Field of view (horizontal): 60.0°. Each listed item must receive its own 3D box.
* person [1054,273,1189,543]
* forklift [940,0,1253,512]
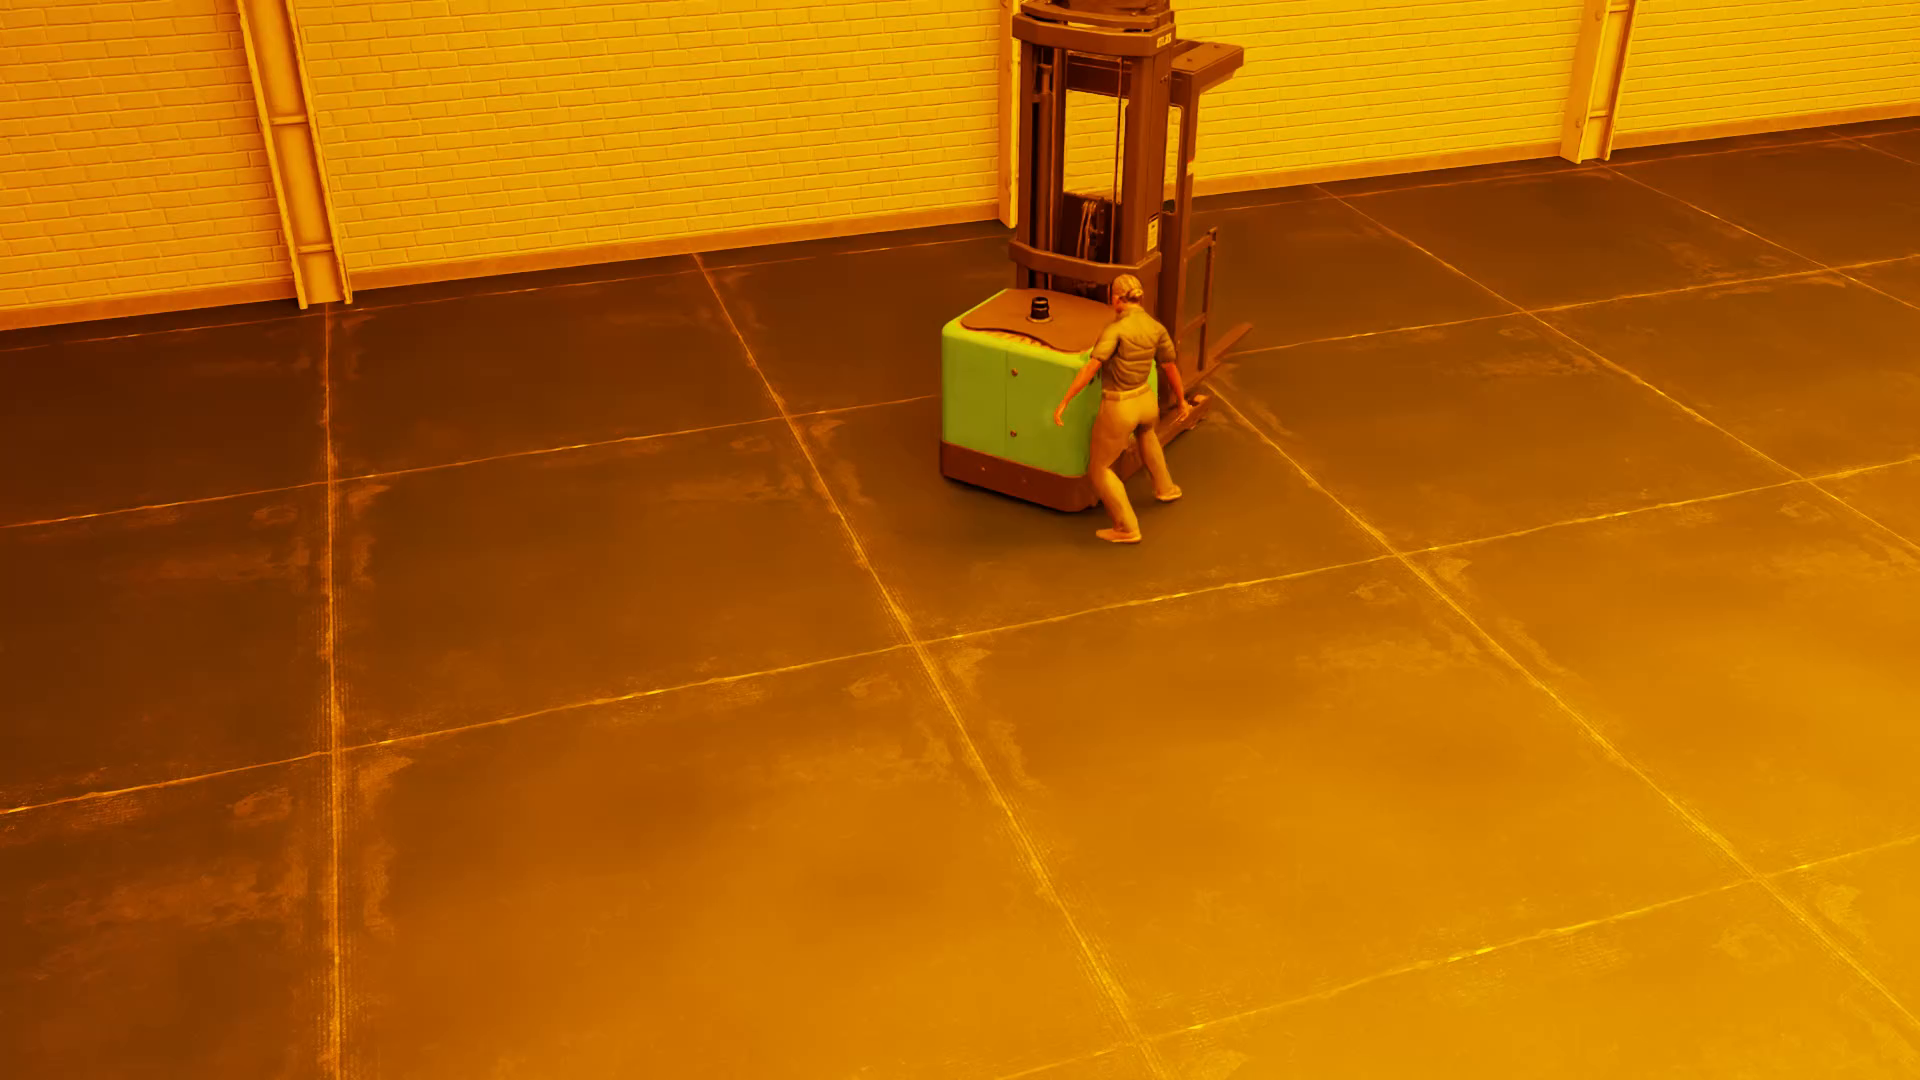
[{"bbox_3d":[1.001,-0.757,9.807,1.067,1.592,0.469,-20,36,-31],"label":"person"},{"bbox_3d":[1.086,-2.136,10.800,1.130,2.935,3.031,18,34,28],"label":"forklift"}]
